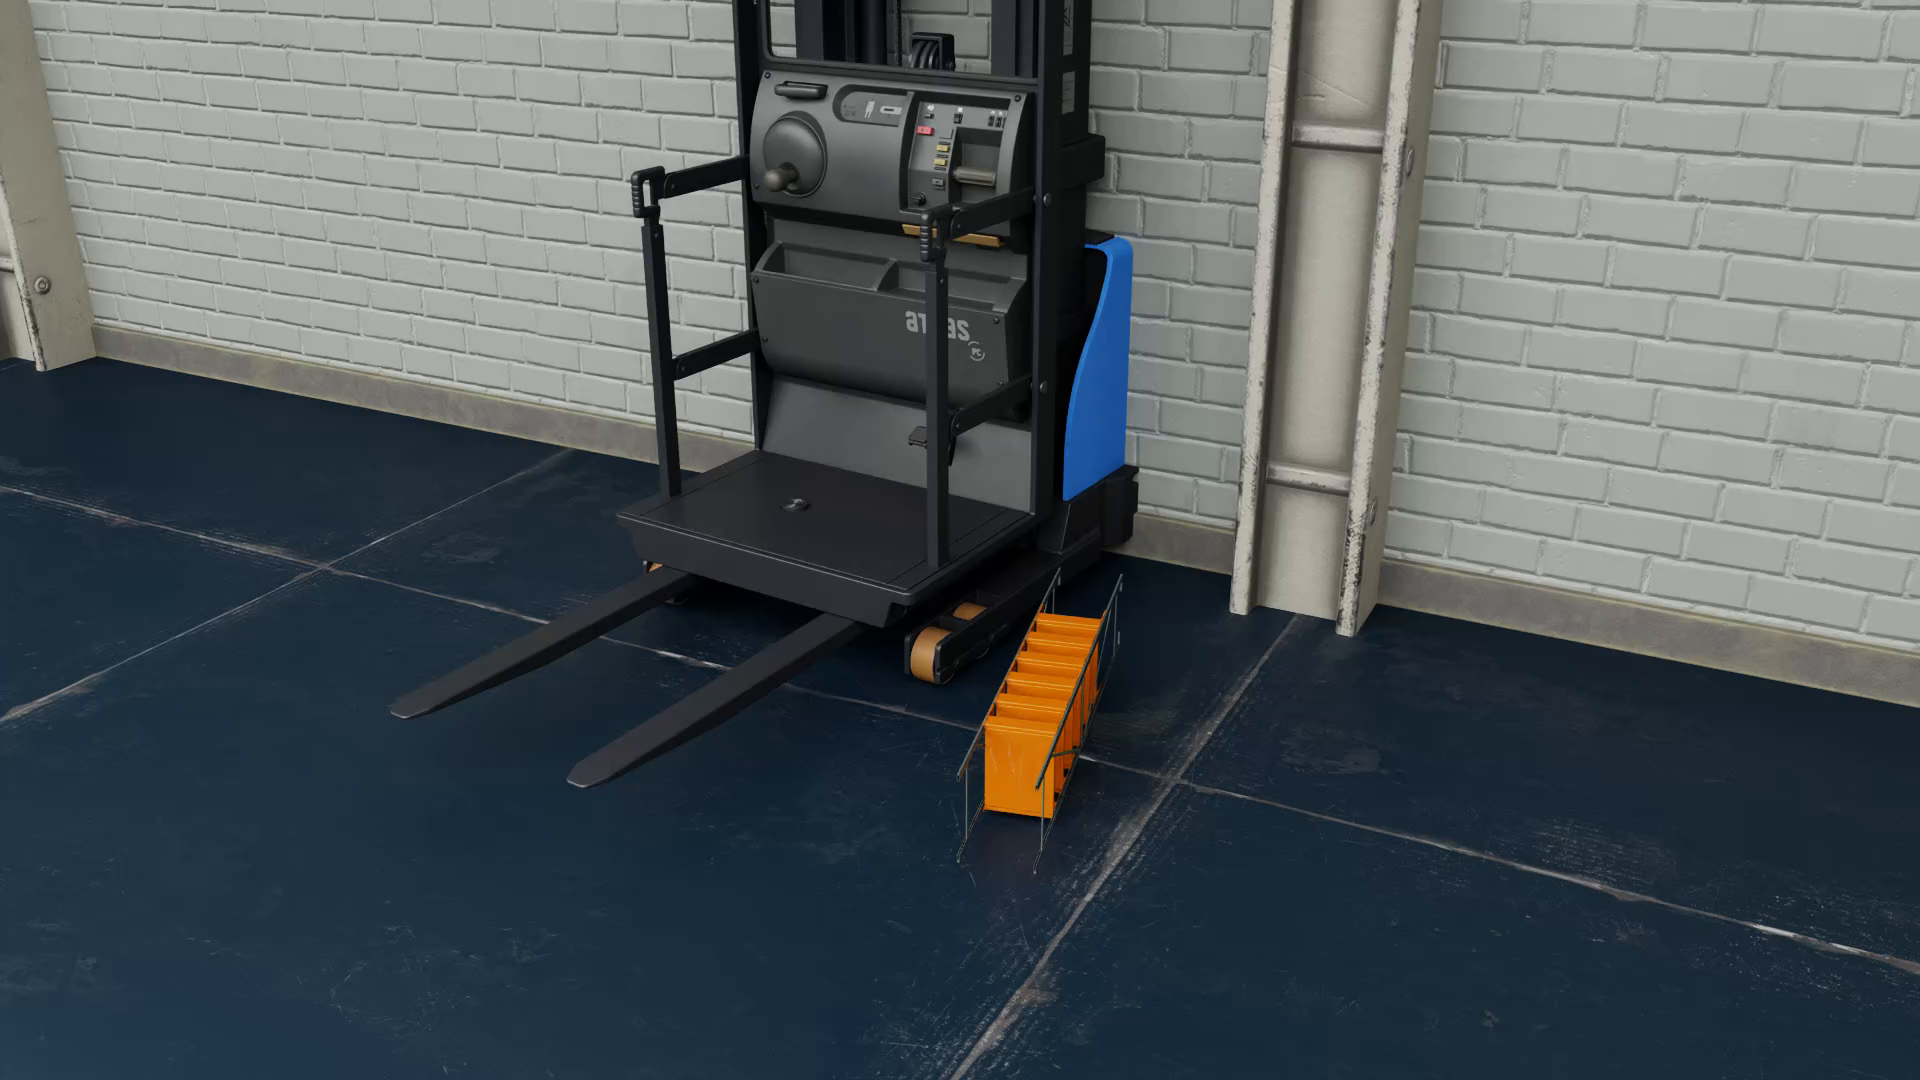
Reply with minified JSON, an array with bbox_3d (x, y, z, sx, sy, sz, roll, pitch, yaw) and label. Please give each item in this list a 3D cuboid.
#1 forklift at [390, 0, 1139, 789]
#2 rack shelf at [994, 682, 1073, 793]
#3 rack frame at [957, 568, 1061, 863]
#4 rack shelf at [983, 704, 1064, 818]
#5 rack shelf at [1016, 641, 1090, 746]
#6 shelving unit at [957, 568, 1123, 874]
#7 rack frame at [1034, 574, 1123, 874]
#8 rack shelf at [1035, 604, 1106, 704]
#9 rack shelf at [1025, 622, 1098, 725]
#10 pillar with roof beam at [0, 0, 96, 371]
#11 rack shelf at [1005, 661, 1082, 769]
[{"bbox_3d":[-0.337,-1.142,4.690,1.130,2.935,3.031,14,27,30],"label":"forklift"},{"bbox_3d":[0.185,0.502,4.194,0.180,0.258,0.103,6,24,13],"label":"rack shelf"},{"bbox_3d":[0.145,0.419,4.389,0.006,0.240,1.200,6,24,13],"label":"rack frame"},{"bbox_3d":[0.155,0.547,4.087,0.180,0.258,0.103,6,24,13],"label":"rack shelf"},{"bbox_3d":[0.244,0.411,4.408,0.180,0.258,0.103,6,24,13],"label":"rack shelf"},{"bbox_3d":[0.233,0.428,4.368,0.189,0.258,1.200,6,24,13],"label":"shelving unit"},{"bbox_3d":[0.322,0.437,4.348,0.006,0.240,1.200,6,24,13],"label":"rack frame"},{"bbox_3d":[0.304,0.320,4.622,0.180,0.258,0.103,6,24,13],"label":"rack shelf"},{"bbox_3d":[0.274,0.365,4.515,0.180,0.258,0.103,6,24,13],"label":"rack shelf"},{"bbox_3d":[-6.207,-3.491,2.459,0.400,9.000,9.100,11,25,25],"label":"pillar with roof beam"},{"bbox_3d":[0.214,0.456,4.301,0.180,0.258,0.103,6,24,13],"label":"rack shelf"}]
